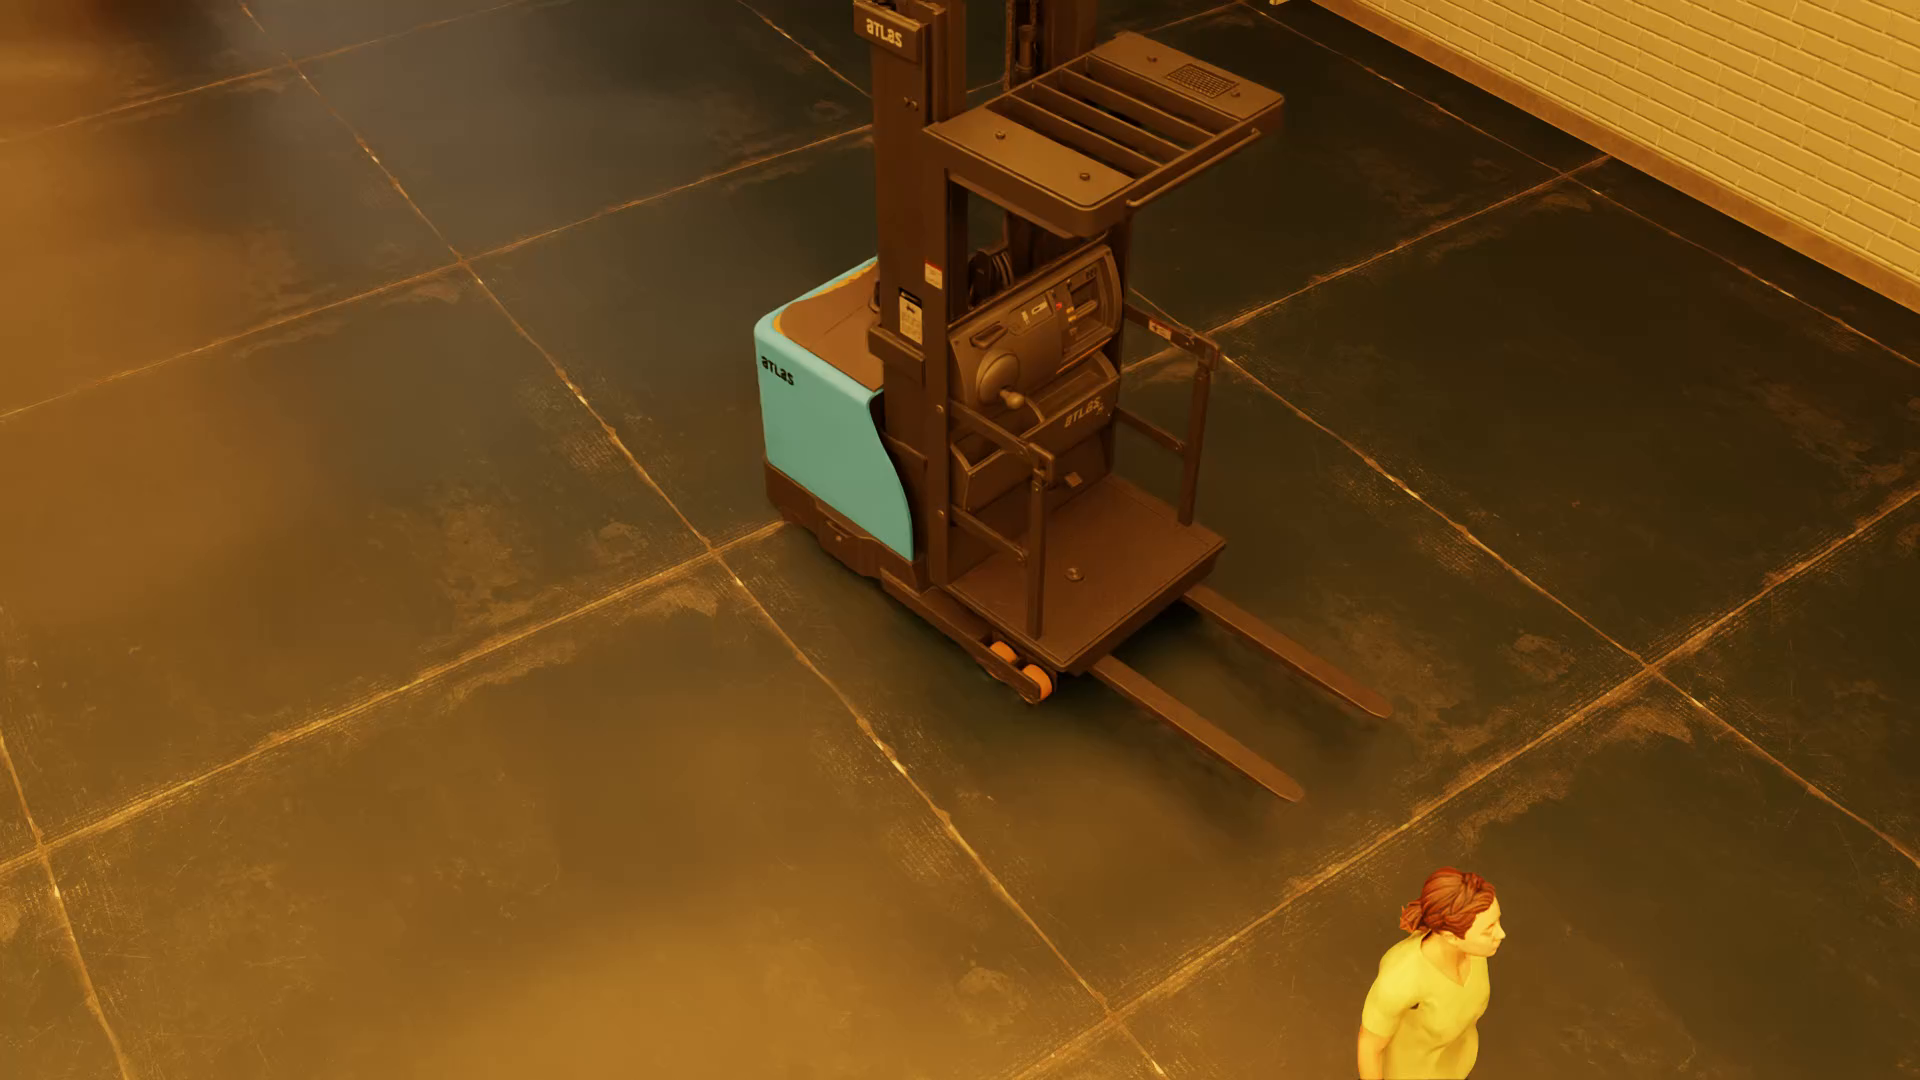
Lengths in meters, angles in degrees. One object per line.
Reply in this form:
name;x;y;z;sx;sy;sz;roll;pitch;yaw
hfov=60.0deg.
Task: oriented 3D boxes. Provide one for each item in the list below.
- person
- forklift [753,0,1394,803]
person;1.406;1.601;4.896;0.548;1.676;0.544;-34;52;-31
forklift;0.466;-0.779;6.561;3.031;2.935;1.130;34;52;31
